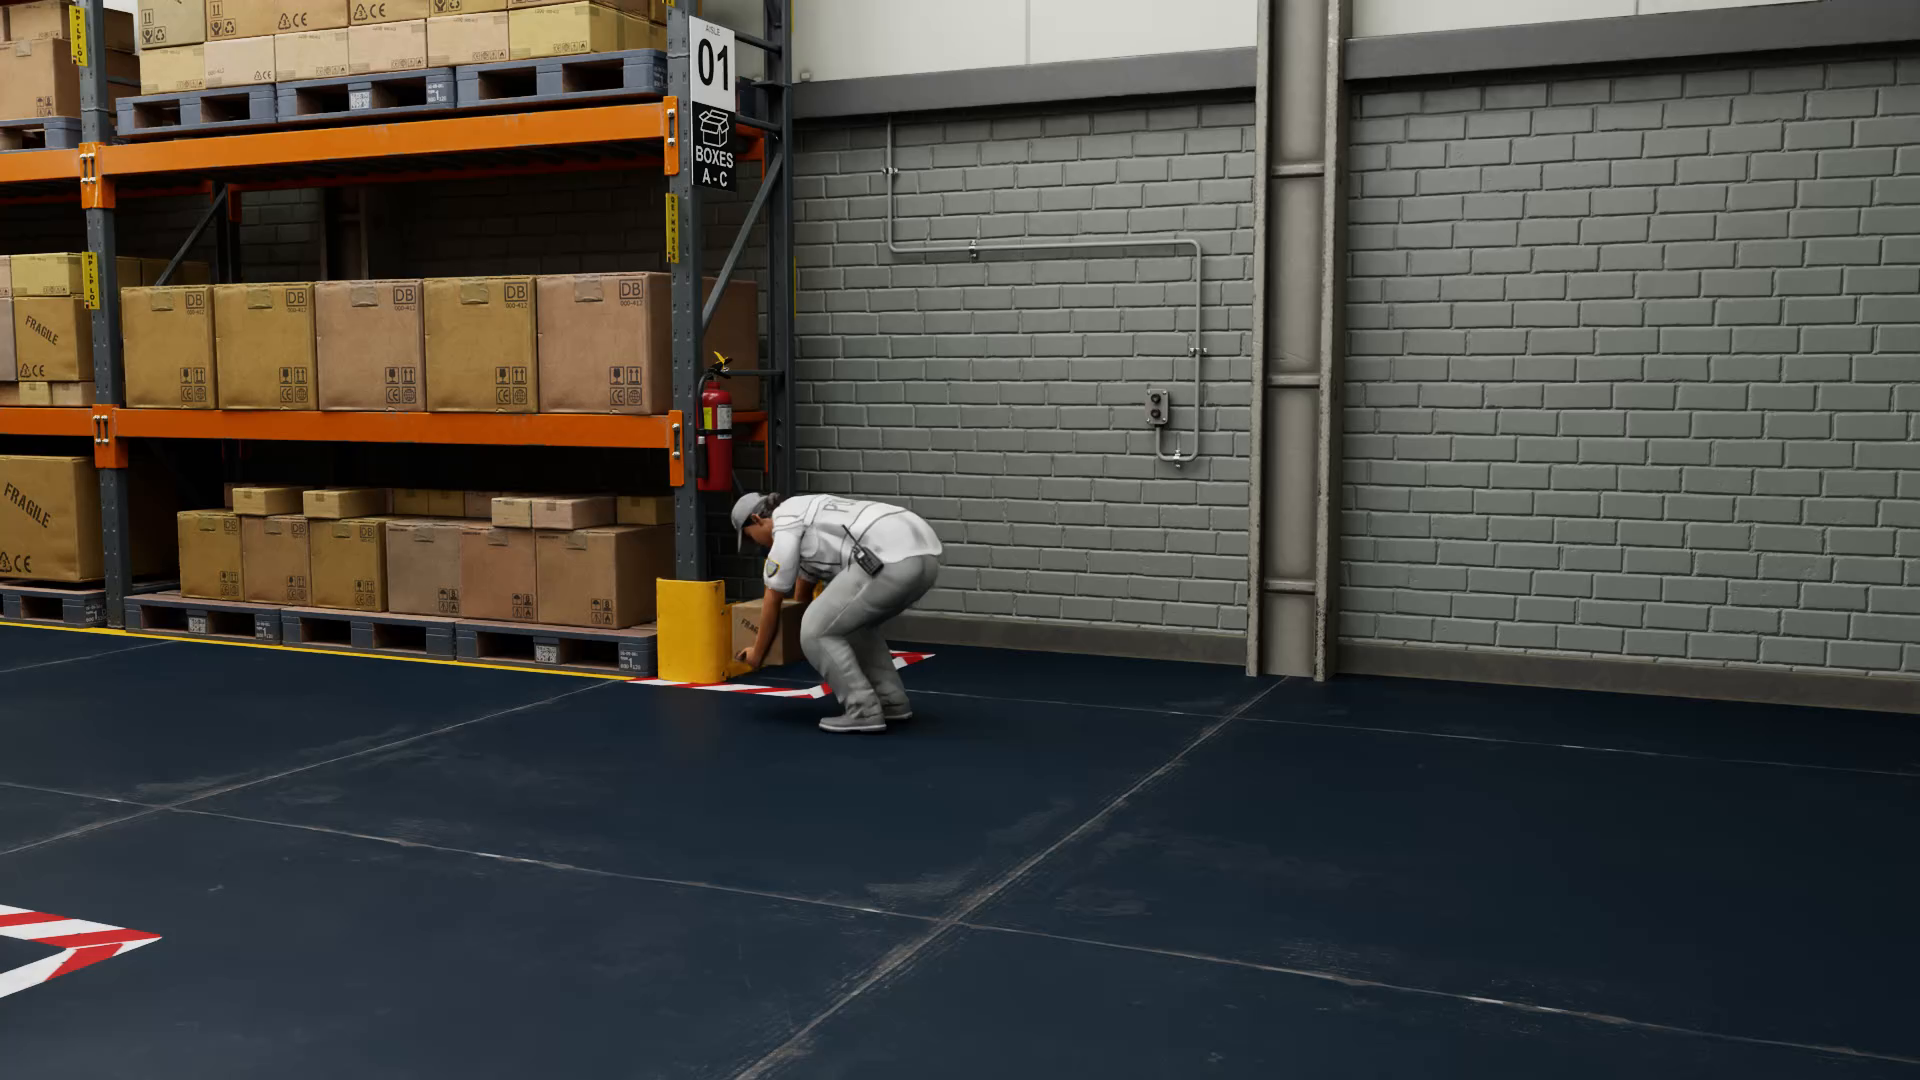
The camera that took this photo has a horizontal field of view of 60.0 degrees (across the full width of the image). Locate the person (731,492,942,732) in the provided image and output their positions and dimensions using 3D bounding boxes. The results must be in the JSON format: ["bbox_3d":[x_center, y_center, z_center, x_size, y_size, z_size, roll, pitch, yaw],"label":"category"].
[{"bbox_3d":[-0.547,0.298,7.161,0.938,0.999,0.515,2,6,21],"label":"person"}]
